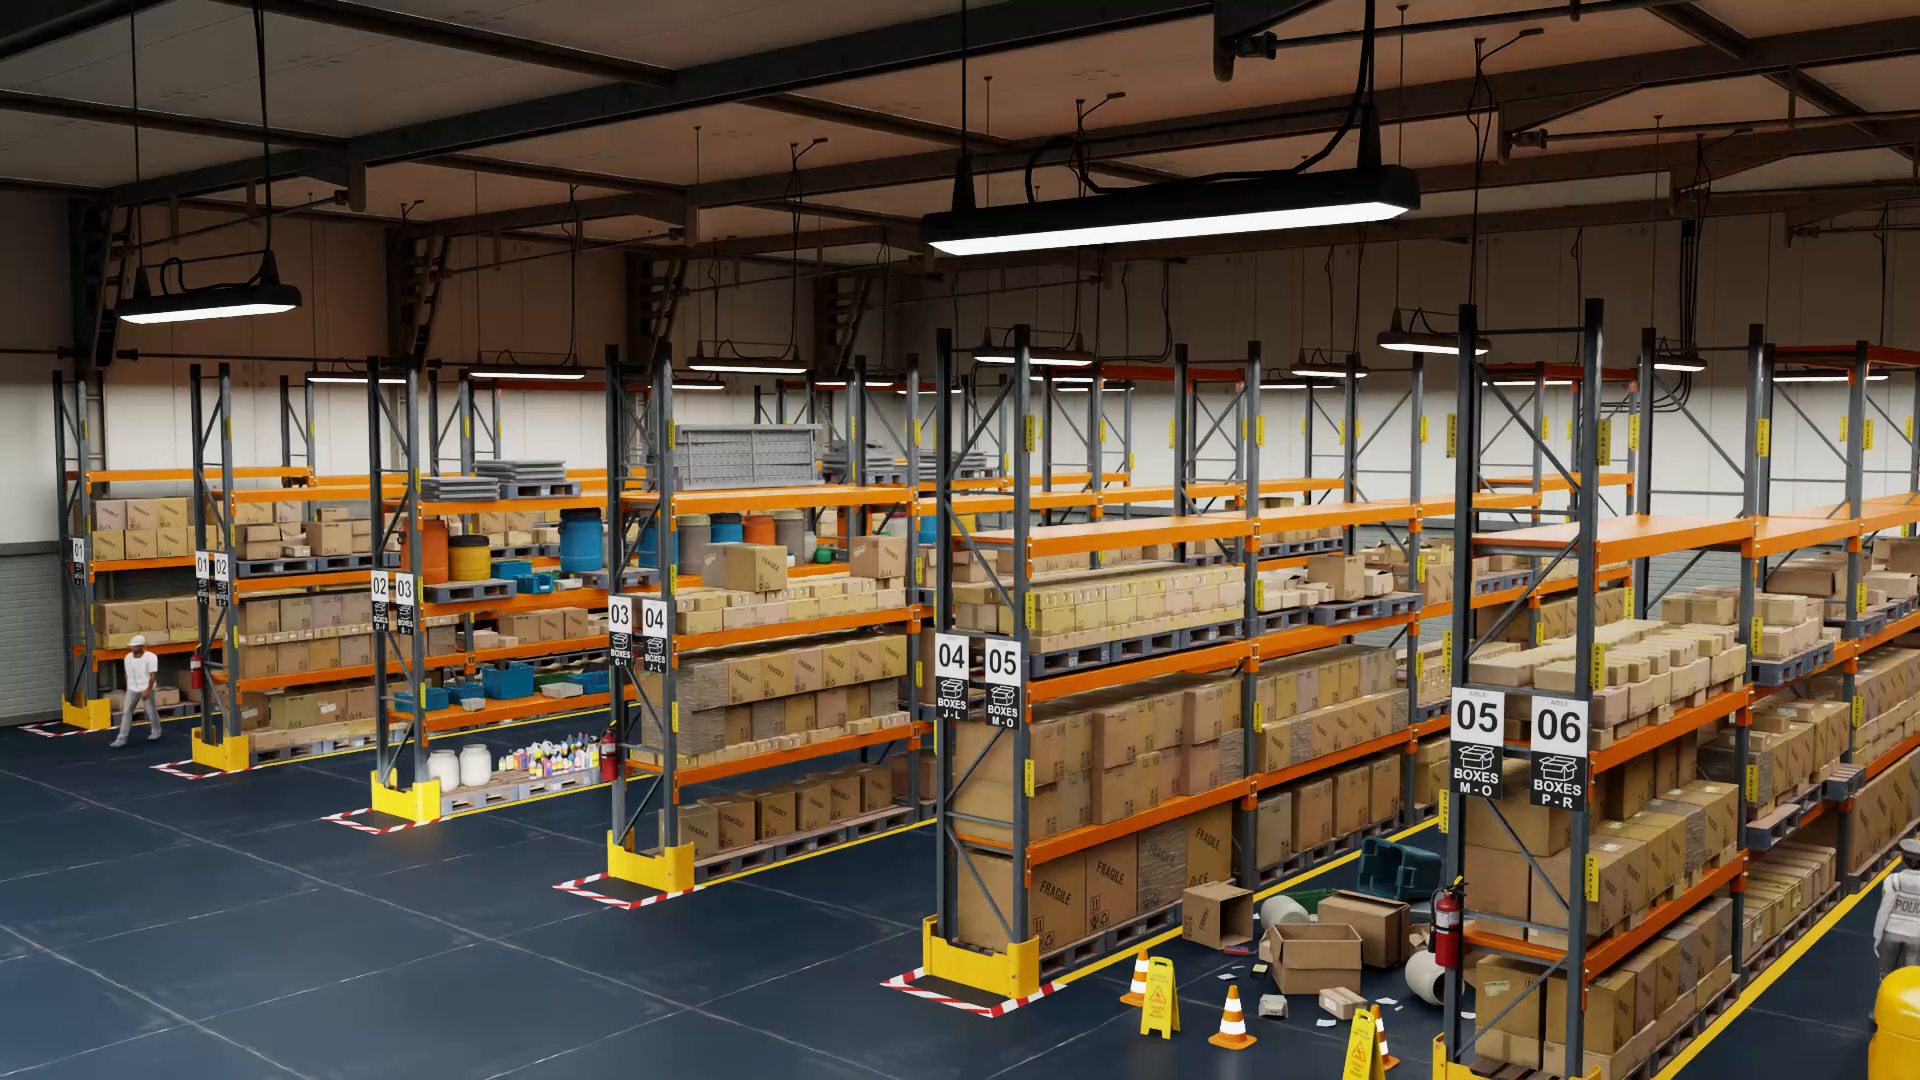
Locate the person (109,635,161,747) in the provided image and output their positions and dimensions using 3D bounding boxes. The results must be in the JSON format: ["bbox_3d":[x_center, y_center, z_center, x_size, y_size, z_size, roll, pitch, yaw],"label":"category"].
[{"bbox_3d":[-13.060,2.369,26.435,0.593,1.718,0.951,0,4,1],"label":"person"}]

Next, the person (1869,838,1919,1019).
[{"bbox_3d":[7.913,3.333,13.928,0.567,1.660,0.769,3,5,37],"label":"person"}]
